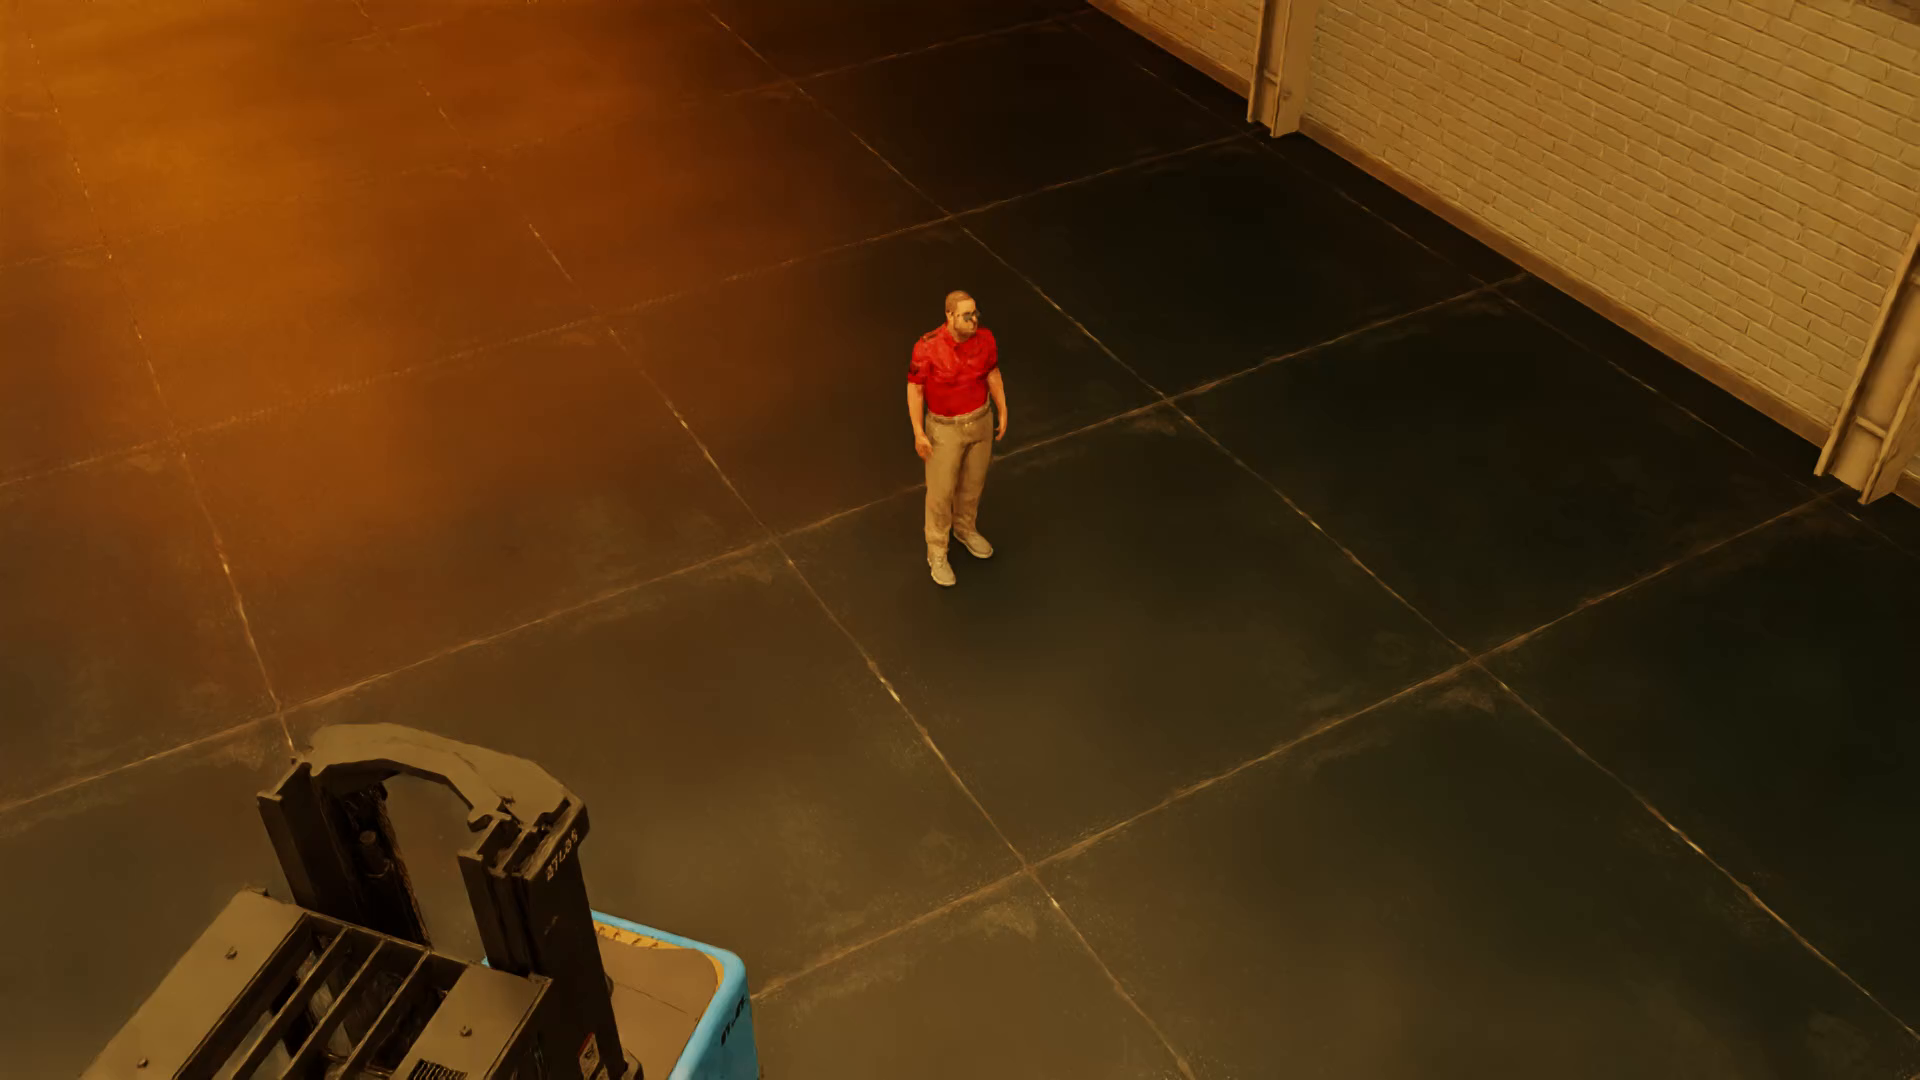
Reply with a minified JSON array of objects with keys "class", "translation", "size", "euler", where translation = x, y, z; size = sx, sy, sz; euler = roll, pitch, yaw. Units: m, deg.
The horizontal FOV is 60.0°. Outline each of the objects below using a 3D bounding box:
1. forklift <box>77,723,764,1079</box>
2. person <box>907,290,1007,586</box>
[{"class":"forklift","translation":[-1.805,2.149,5.445],"size":[1.130,2.935,3.031],"euler":[13,41,15]},{"class":"person","translation":[0.035,-0.617,9.711],"size":[0.640,1.726,0.550],"euler":[-20,44,-23]}]
